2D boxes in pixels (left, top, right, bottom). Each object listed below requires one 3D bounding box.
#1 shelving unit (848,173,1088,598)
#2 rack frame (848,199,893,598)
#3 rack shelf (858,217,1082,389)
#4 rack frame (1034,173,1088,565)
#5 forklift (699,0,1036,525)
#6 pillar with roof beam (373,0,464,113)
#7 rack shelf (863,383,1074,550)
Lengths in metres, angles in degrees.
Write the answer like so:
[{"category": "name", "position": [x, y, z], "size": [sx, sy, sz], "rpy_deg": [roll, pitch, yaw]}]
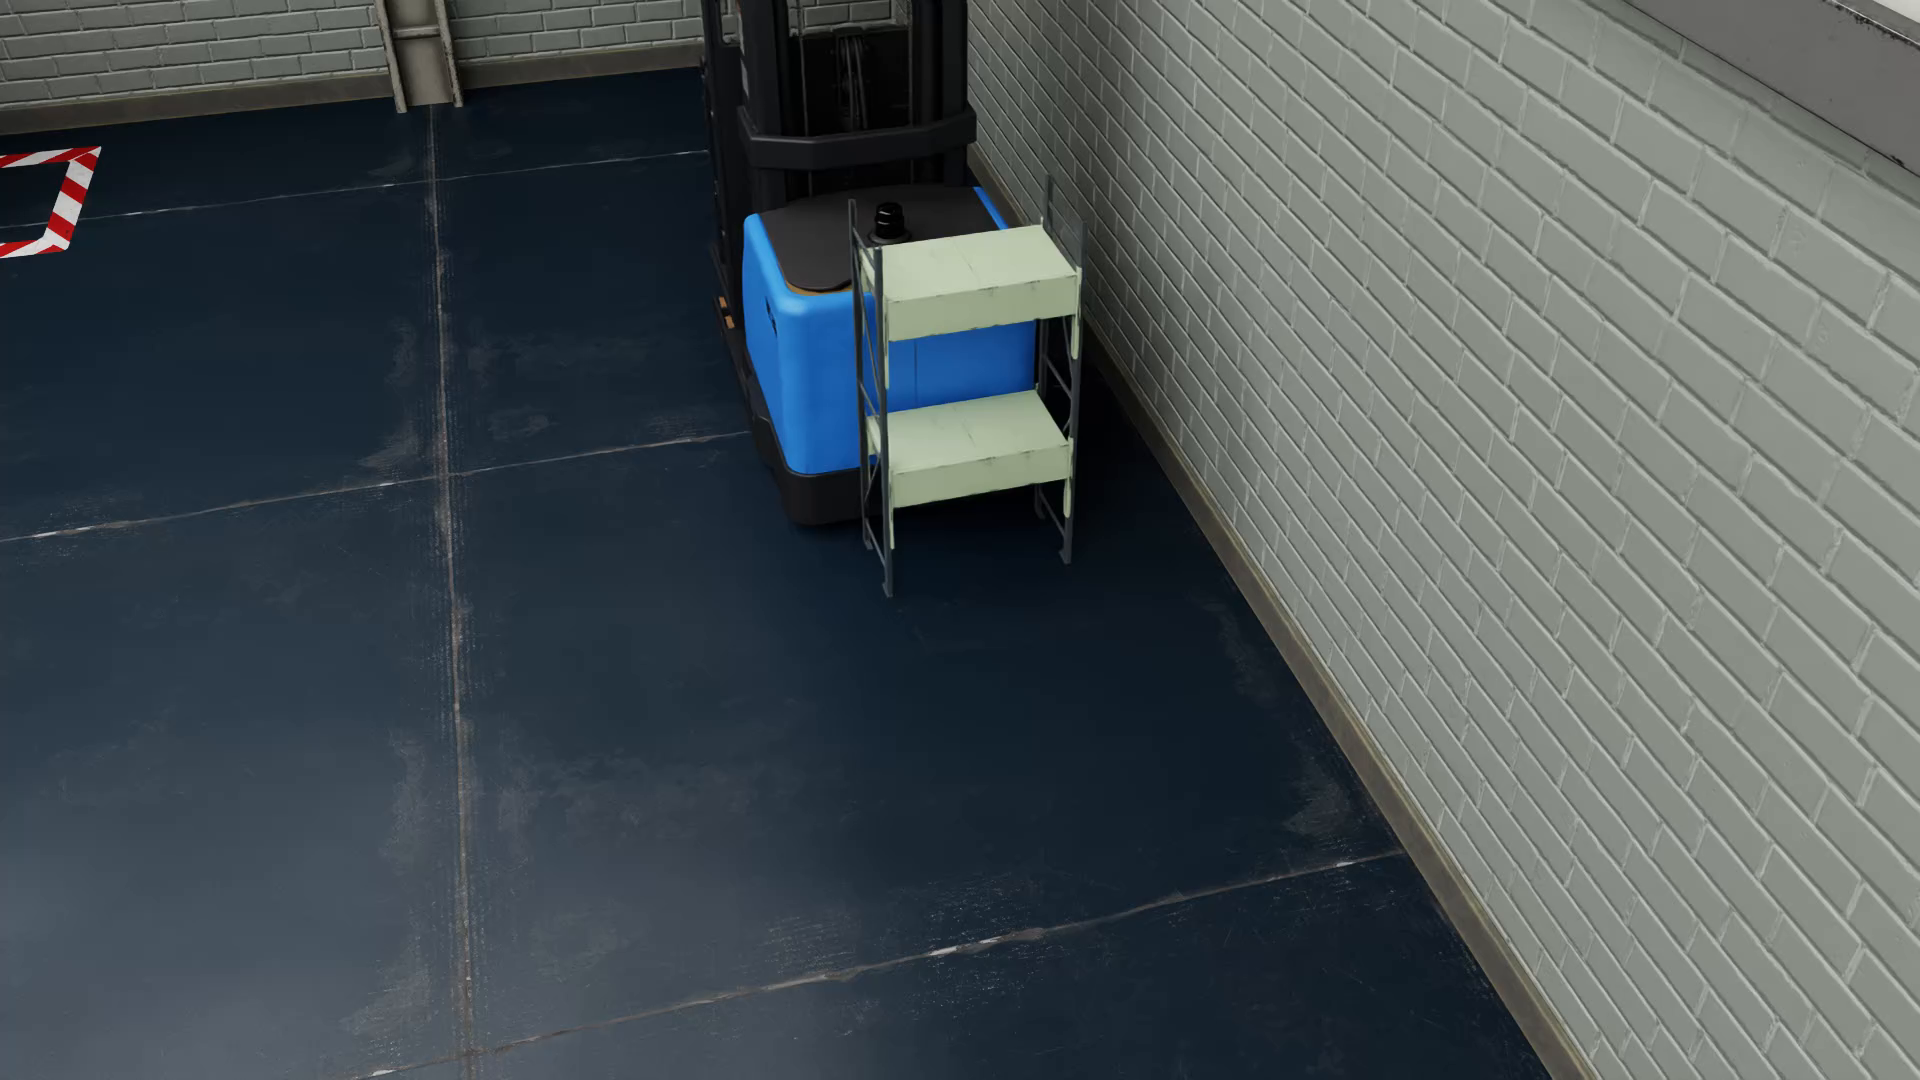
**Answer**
[{"category": "shelving unit", "position": [0.024, -0.551, 6.236], "size": [0.755, 1.500, 0.431], "rpy_deg": [-10, 39, -13]}, {"category": "rack frame", "position": [-0.327, -0.487, 6.153], "size": [0.023, 1.500, 0.400], "rpy_deg": [-10, 39, -13]}, {"category": "rack shelf", "position": [0.024, -0.861, 5.999], "size": [0.720, 0.370, 0.431], "rpy_deg": [-10, 39, -13]}, {"category": "rack frame", "position": [0.375, -0.614, 6.318], "size": [0.023, 1.500, 0.400], "rpy_deg": [-10, 39, -13]}, {"category": "forklift", "position": [-0.571, -2.123, 7.113], "size": [1.130, 2.935, 3.031], "rpy_deg": [-10, 38, -12]}, {"category": "pillar with roof beam", "position": [-2.163, -3.780, 4.285], "size": [0.400, 9.000, 9.100], "rpy_deg": [-9, 38, -12]}, {"category": "rack shelf", "position": [0.024, -0.292, 6.434], "size": [0.720, 0.370, 0.431], "rpy_deg": [-10, 39, -13]}]
